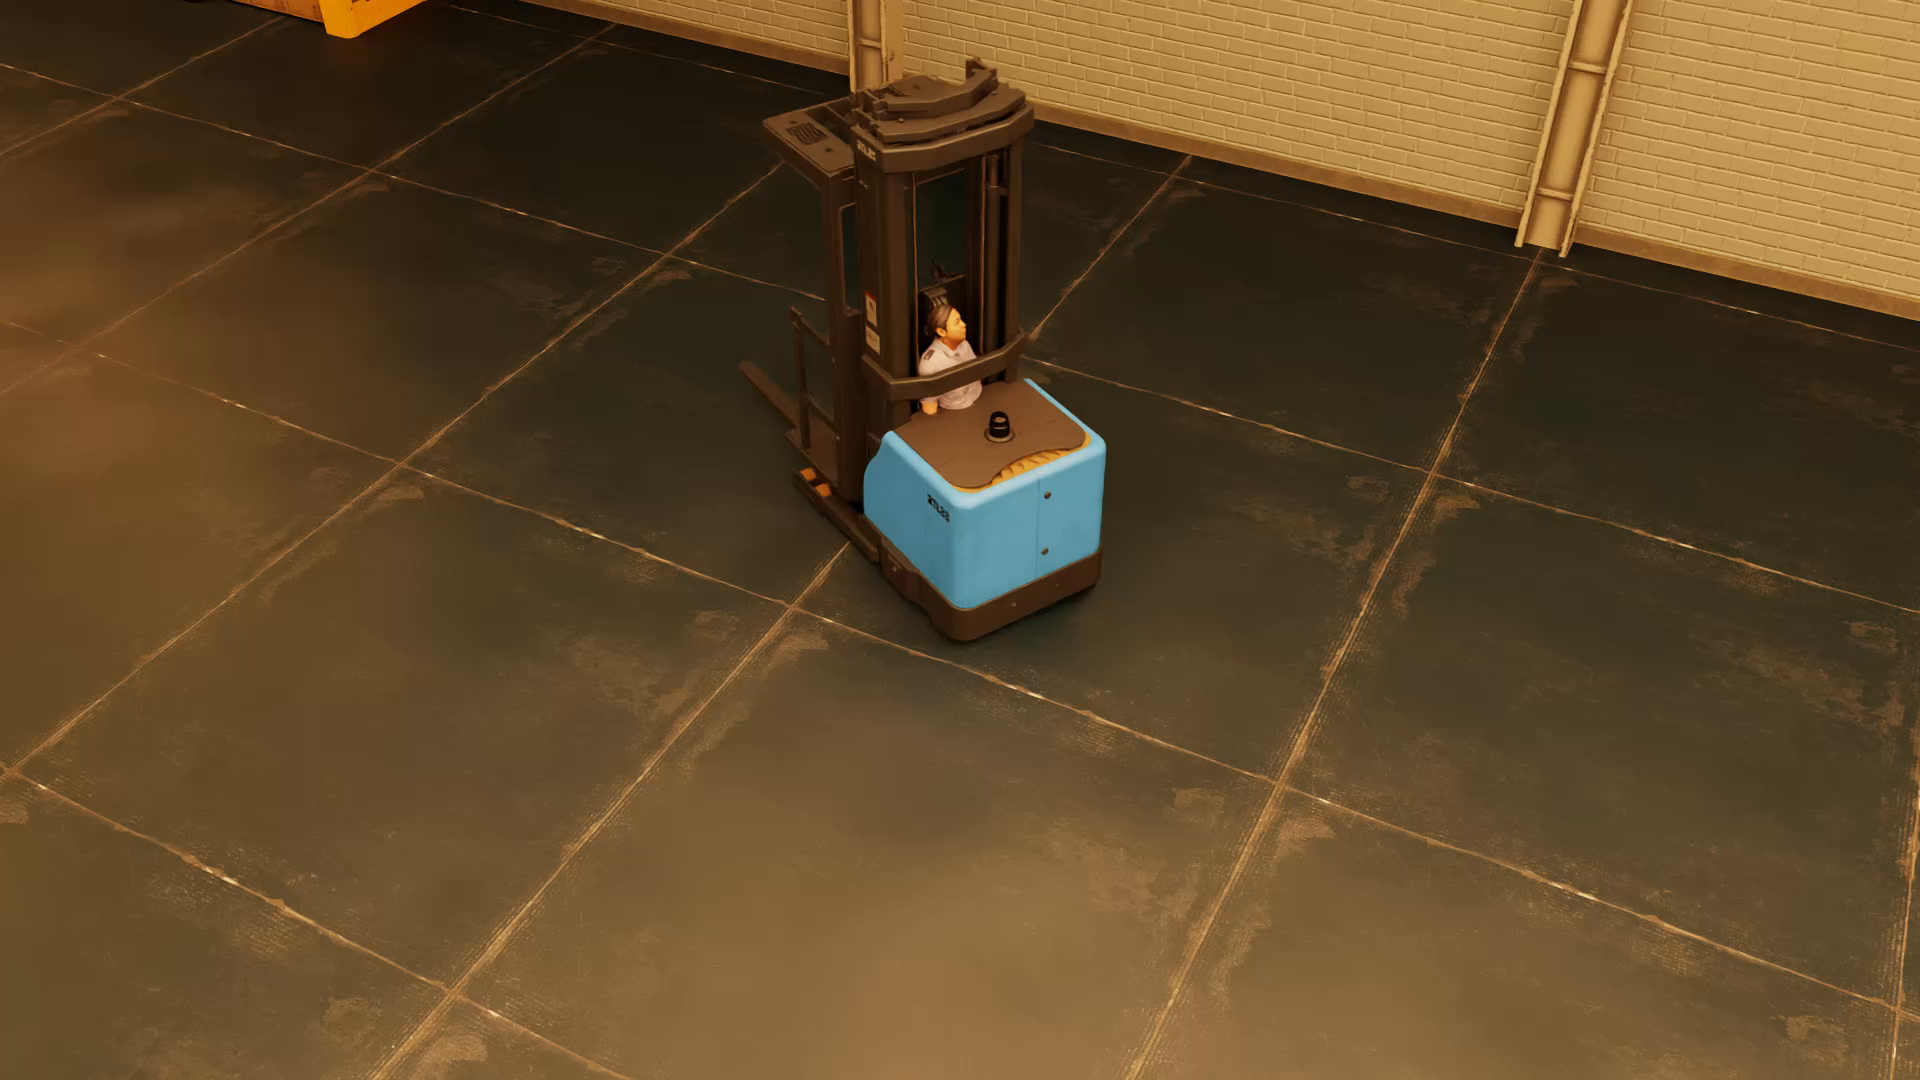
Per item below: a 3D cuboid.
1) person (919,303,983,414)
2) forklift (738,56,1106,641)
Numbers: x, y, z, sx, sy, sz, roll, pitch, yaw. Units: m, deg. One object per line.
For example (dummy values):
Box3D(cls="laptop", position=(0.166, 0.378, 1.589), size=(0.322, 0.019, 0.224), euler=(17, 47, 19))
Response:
Box3D(cls="person", position=(0.041, -0.600, 9.693), size=(0.570, 1.637, 0.599), euler=(18, 43, 21))
Box3D(cls="forklift", position=(-0.402, -1.462, 9.723), size=(1.130, 2.935, 3.031), euler=(-23, 45, -25))
